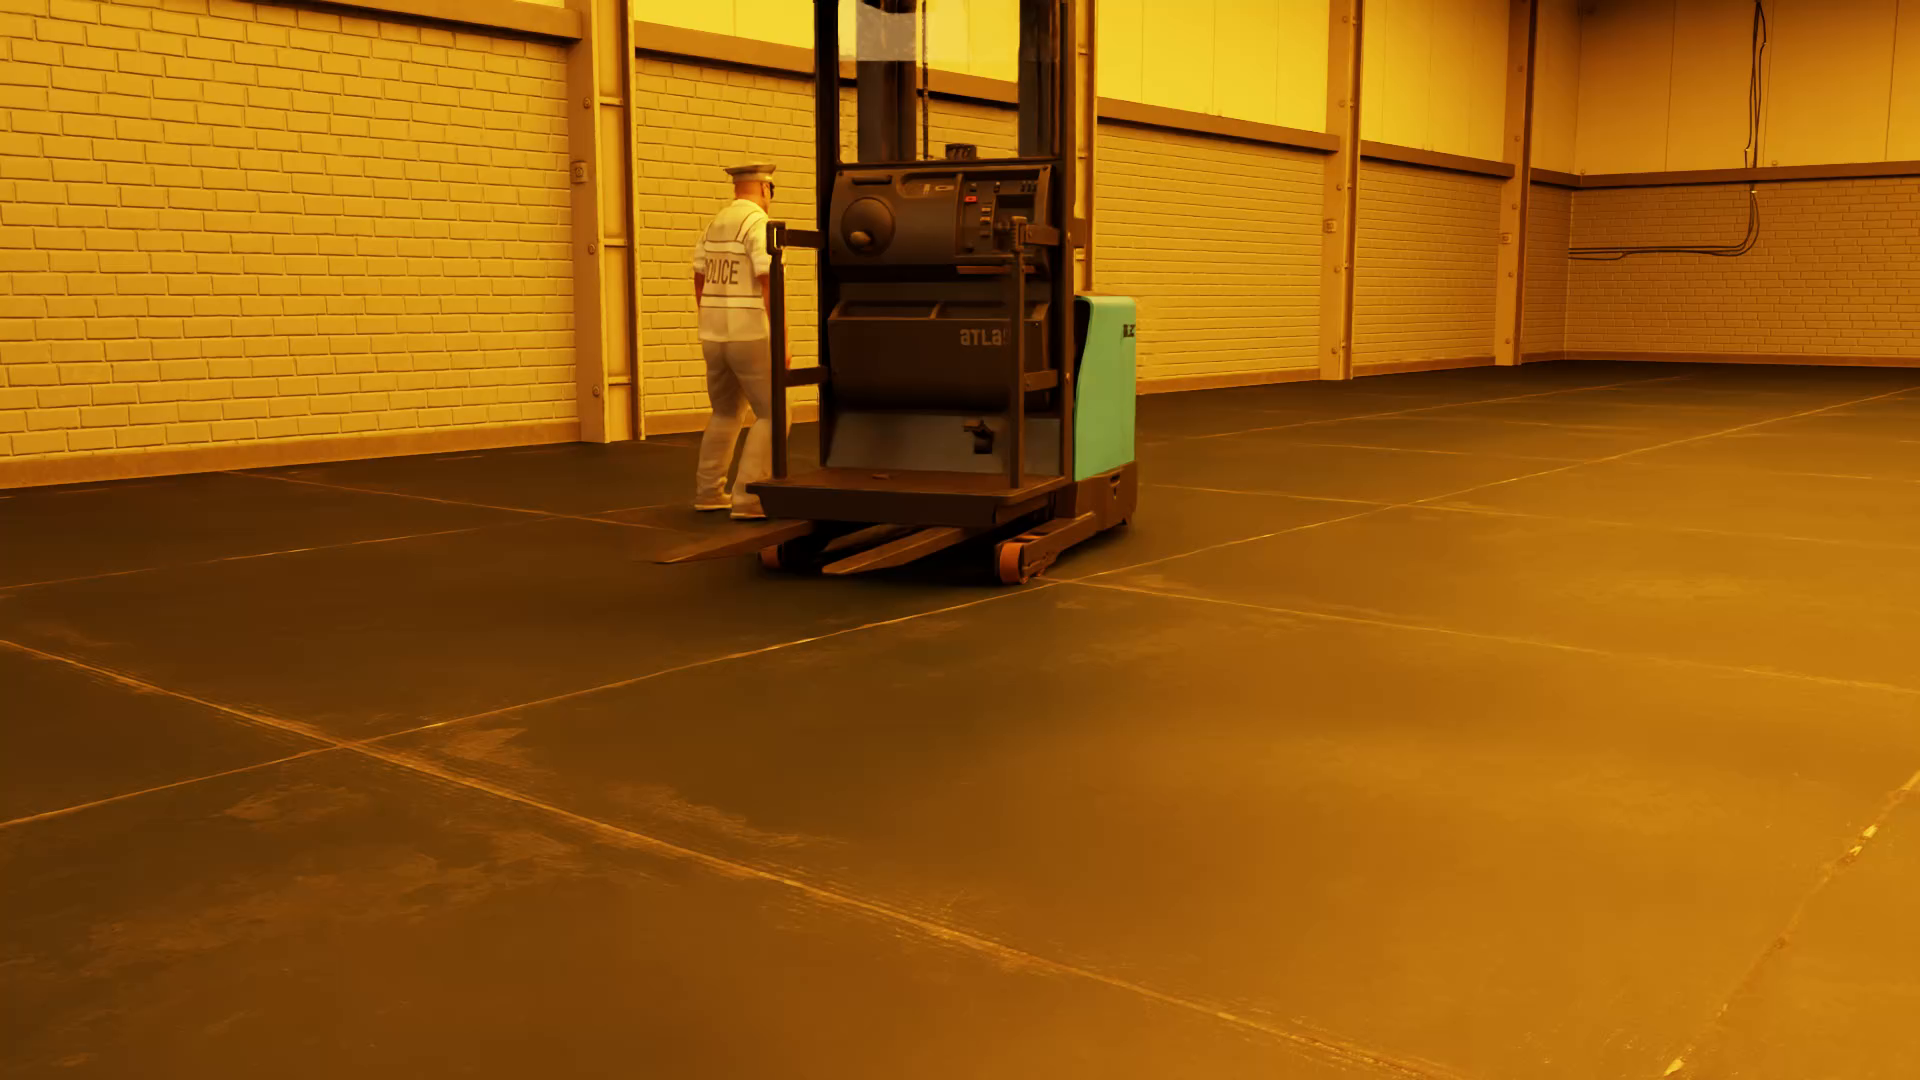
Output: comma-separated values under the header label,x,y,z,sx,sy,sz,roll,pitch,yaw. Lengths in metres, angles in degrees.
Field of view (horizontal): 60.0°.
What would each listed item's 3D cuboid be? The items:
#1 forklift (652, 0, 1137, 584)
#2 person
label,x,y,z,sx,sy,sz,roll,pitch,yaw
forklift,-0.159,-1.348,6.496,1.130,2.935,3.031,3,9,20
person,-1.052,-0.972,8.098,0.421,1.722,0.793,-8,12,-44
